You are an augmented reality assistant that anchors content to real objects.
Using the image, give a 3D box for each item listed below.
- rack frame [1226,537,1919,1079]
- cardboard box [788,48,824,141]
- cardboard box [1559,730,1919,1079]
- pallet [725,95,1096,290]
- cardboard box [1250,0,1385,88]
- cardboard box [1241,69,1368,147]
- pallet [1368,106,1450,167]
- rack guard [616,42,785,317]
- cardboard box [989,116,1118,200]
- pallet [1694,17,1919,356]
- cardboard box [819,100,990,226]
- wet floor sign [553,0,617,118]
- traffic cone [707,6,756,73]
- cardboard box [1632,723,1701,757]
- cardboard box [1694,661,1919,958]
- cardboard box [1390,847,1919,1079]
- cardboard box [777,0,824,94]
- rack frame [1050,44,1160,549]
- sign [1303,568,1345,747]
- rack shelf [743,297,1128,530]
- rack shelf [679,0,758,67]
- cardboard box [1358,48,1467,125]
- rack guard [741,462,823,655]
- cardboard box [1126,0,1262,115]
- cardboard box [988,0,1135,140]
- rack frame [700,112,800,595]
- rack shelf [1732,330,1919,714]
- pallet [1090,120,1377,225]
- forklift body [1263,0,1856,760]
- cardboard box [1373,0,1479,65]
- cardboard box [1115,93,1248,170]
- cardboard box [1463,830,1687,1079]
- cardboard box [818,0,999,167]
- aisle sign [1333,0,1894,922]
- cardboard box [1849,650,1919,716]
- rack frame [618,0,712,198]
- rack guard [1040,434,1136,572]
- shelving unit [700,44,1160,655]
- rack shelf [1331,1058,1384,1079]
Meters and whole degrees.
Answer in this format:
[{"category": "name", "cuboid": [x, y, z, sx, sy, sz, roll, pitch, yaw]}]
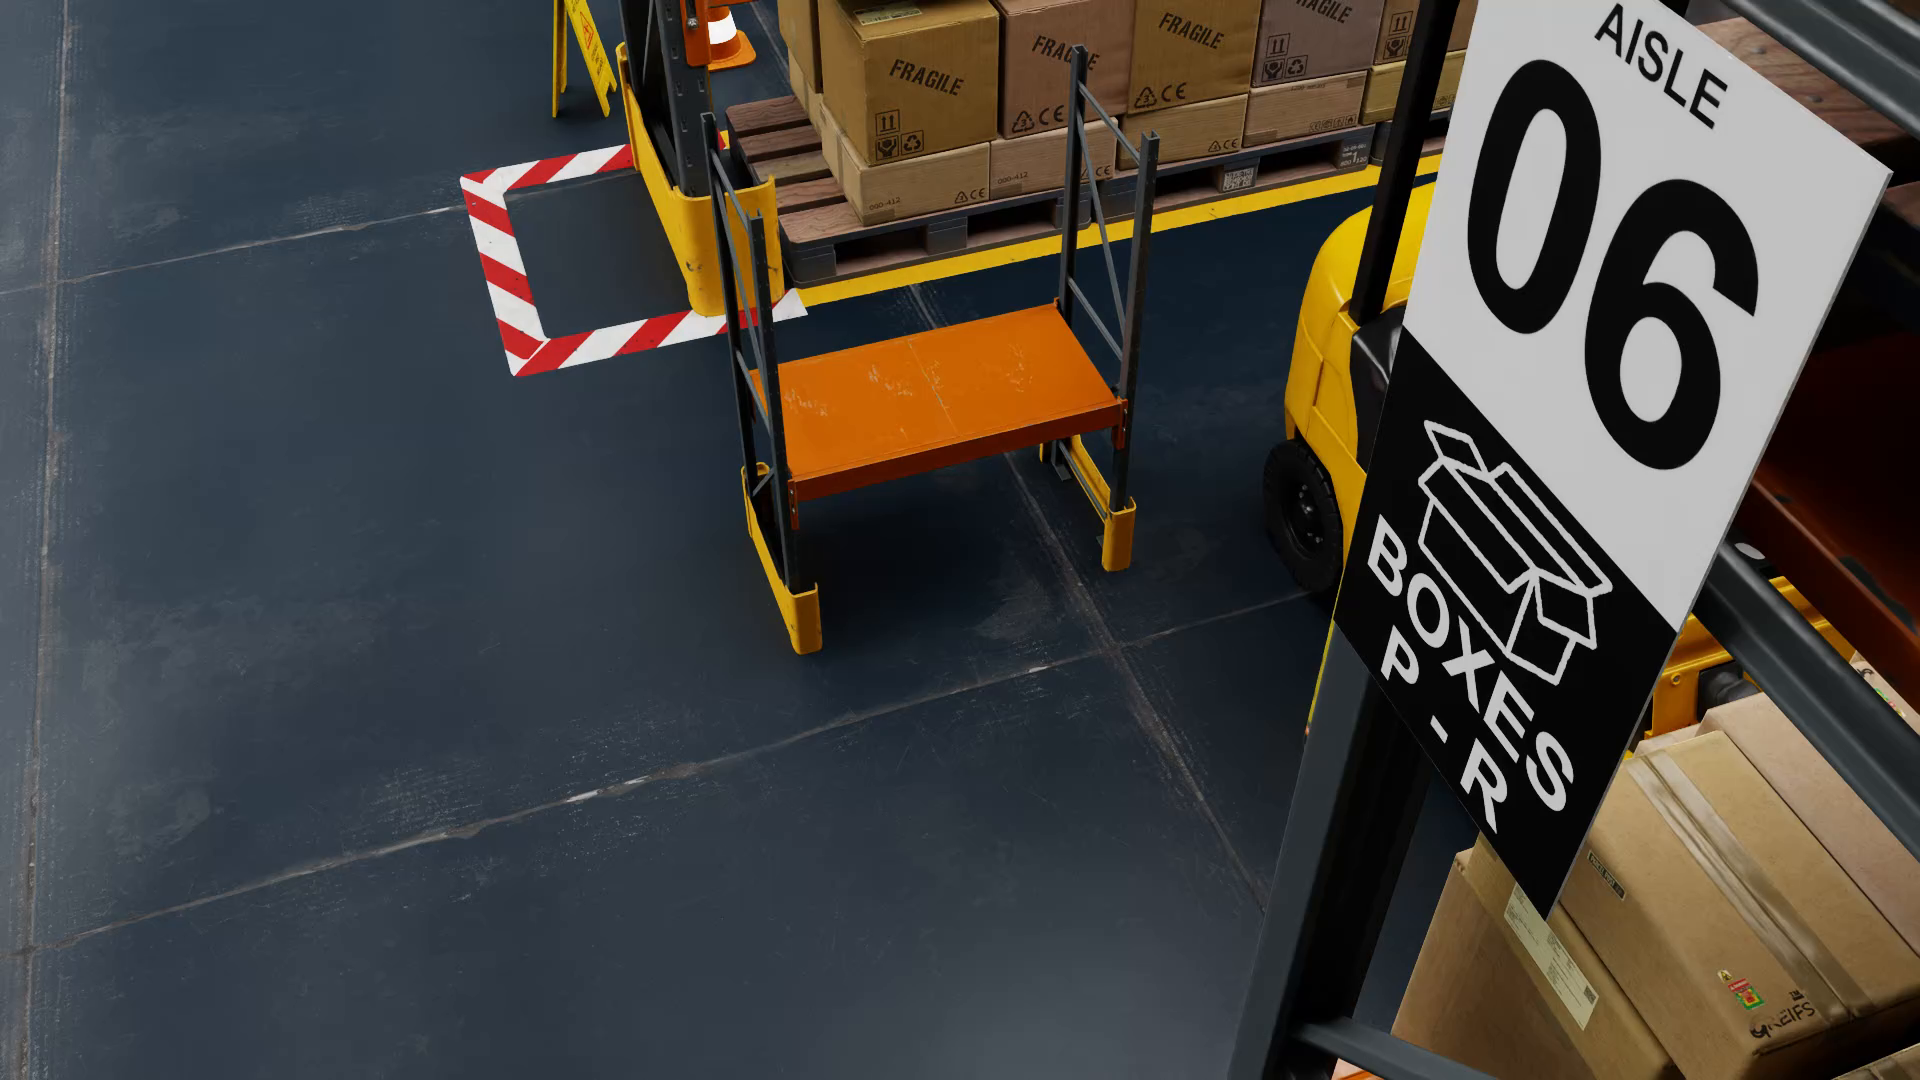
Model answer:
[{"category": "rack frame", "cuboid": [0.627, 1.034, 2.101, 0.127, 3.000, 1.000, -14, 47, -14]}, {"category": "cardboard box", "cuboid": [-0.371, -1.828, 6.599, 0.500, 0.250, 0.500, -15, 47, -14]}, {"category": "cardboard box", "cuboid": [0.892, 0.439, 1.956, 0.250, 0.149, 0.380, -14, 47, -14]}, {"category": "pallet", "cuboid": [-0.215, -1.477, 6.573, 1.213, 0.211, 1.003, -14, 47, -14]}, {"category": "cardboard box", "cuboid": [1.277, -2.108, 6.348, 0.500, 0.500, 0.500, -12, 46, -12]}, {"category": "cardboard box", "cuboid": [1.258, -1.836, 6.607, 0.500, 0.250, 0.500, -14, 47, -13]}, {"category": "pallet", "cuboid": [2.080, -2.064, 7.158, 1.213, 0.211, 1.003, -14, 47, -14]}, {"category": "rack guard", "cuboid": [-0.991, -1.407, 6.300, 0.348, 0.500, 1.175, -14, 47, -14]}, {"category": "cardboard box", "cuboid": [0.273, -1.577, 6.348, 0.500, 0.250, 0.500, -13, 46, -12]}, {"category": "pallet", "cuboid": [1.301, -0.146, 1.222, 1.213, 0.211, 1.003, -14, 47, -14]}, {"category": "cardboard box", "cuboid": [-0.210, -1.459, 6.231, 0.500, 0.250, 0.500, -15, 47, -14]}, {"category": "wet floor sign", "cuboid": [-1.604, -2.108, 6.895, 0.232, 0.644, 0.267, 0, 45, 0]}, {"category": "traffic cone", "cuboid": [-1.096, -2.339, 7.254, 0.334, 0.463, 0.336, -14, 47, -14]}, {"category": "cardboard box", "cuboid": [1.088, 0.419, 2.186, 0.250, 0.149, 0.380, -14, 47, -13]}, {"category": "cardboard box", "cuboid": [1.113, 0.359, 2.036, 0.250, 0.149, 0.380, -14, 47, -14]}, {"category": "cardboard box", "cuboid": [1.000, 0.706, 2.358, 0.500, 0.500, 0.500, -15, 47, -15]}, {"category": "cardboard box", "cuboid": [-0.397, -2.080, 6.321, 0.500, 0.500, 0.500, -14, 47, -14]}, {"category": "rack frame", "cuboid": [0.398, -0.631, 4.820, 0.032, 1.500, 0.500, -14, 47, -14]}, {"category": "sign", "cuboid": [0.455, 0.177, 1.971, 0.005, 0.325, 0.100, -14, 47, -14]}, {"category": "rack shelf", "cuboid": [-0.080, -0.382, 4.826, 1.000, 0.185, 0.538, -14, 47, -14]}, {"category": "rack shelf", "cuboid": [0.819, -2.499, 6.130, 4.000, 0.370, 1.077, -14, 47, -14]}, {"category": "cardboard box", "cuboid": [1.738, -1.955, 6.726, 0.500, 0.250, 0.500, -15, 47, -15]}, {"category": "rack guard", "cuboid": [-0.540, 0.050, 5.024, 0.087, 0.250, 0.587, -14, 47, -14]}, {"category": "cardboard box", "cuboid": [0.777, -1.974, 6.215, 0.500, 0.500, 0.500, -13, 47, -13]}, {"category": "cardboard box", "cuboid": [0.303, -1.858, 6.100, 0.500, 0.500, 0.500, -16, 47, -15]}, {"category": "rack frame", "cuboid": [-0.558, -0.387, 4.576, 0.032, 1.500, 0.500, -14, 47, -14]}, {"category": "rack shelf", "cuboid": [2.508, -0.251, 1.773, 4.000, 0.370, 1.077, -14, 47, -14]}, {"category": "pallet", "cuboid": [0.931, -1.768, 6.863, 1.213, 0.211, 1.003, -14, 47, -14]}, {"category": "forklift body", "cuboid": [1.791, -0.337, 4.068, 1.214, 2.155, 2.313, -14, 47, -14]}, {"category": "cardboard box", "cuboid": [1.757, -2.231, 6.471, 0.500, 0.500, 0.500, -14, 47, -13]}, {"category": "cardboard box", "cuboid": [0.782, -1.716, 6.488, 0.500, 0.250, 0.500, -11, 46, -11]}, {"category": "cardboard box", "cuboid": [0.858, 0.500, 2.105, 0.250, 0.149, 0.380, -14, 47, -13]}, {"category": "cardboard box", "cuboid": [-0.187, -1.730, 5.971, 0.500, 0.500, 0.500, -16, 47, -15]}, {"category": "aisle sign", "cuboid": [0.465, -0.063, 1.360, 0.004, 0.787, 0.394, -14, 47, -14]}, {"category": "cardboard box", "cuboid": [1.350, 0.278, 2.117, 0.250, 0.149, 0.380, -13, 47, -13]}, {"category": "rack frame", "cuboid": [-1.062, -2.271, 5.396, 0.127, 3.000, 1.000, -14, 47, -14]}, {"category": "rack guard", "cuboid": [0.397, -0.190, 5.263, 0.087, 0.250, 0.587, -14, 47, -14]}, {"category": "shelving unit", "cuboid": [-0.072, -0.511, 4.701, 1.083, 1.500, 0.587, -14, 47, -14]}, {"category": "rack shelf", "cuboid": [2.508, 0.807, 2.835, 4.000, 0.370, 1.077, -14, 47, -14]}]
